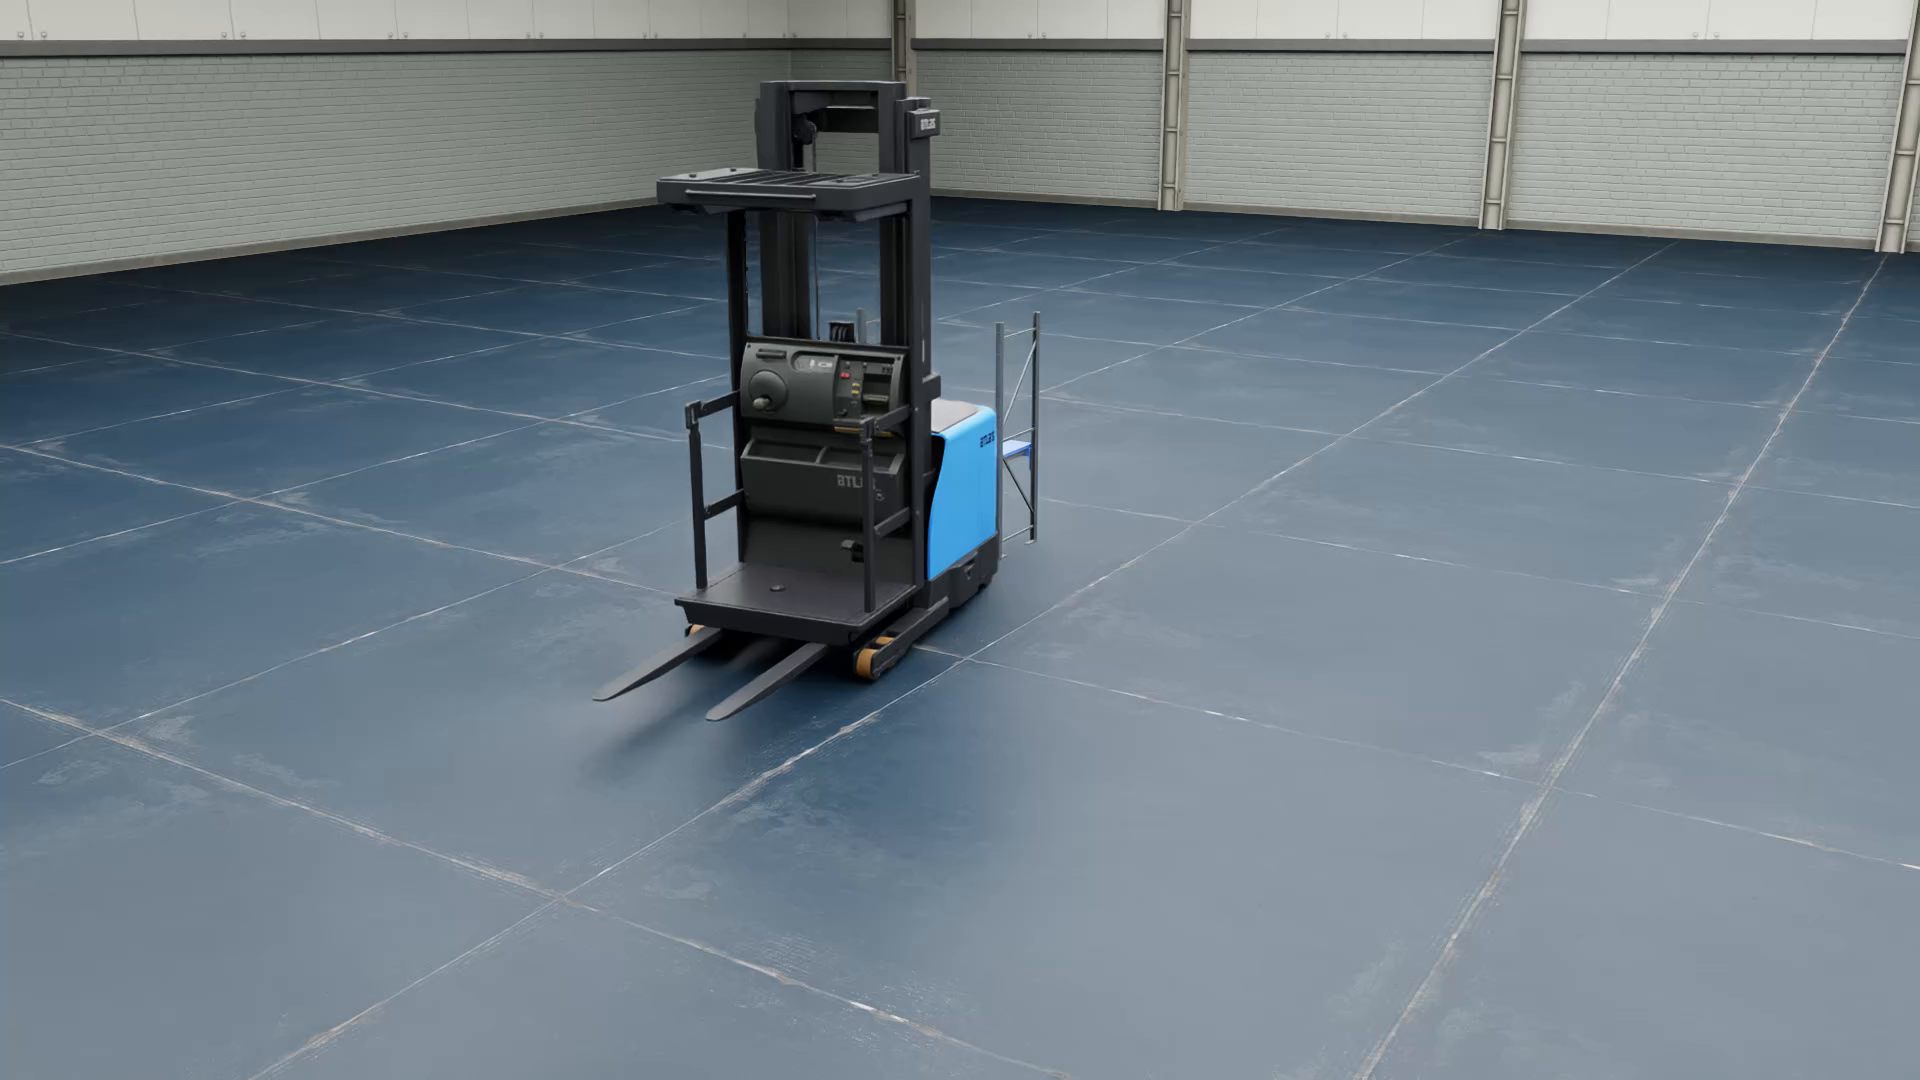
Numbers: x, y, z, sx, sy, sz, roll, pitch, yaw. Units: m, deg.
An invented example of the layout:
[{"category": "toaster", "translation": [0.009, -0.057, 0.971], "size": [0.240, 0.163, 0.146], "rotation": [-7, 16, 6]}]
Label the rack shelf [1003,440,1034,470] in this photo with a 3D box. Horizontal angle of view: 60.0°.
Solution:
[{"category": "rack shelf", "translation": [-0.073, -0.558, 10.758], "size": [1.000, 0.185, 0.538], "rotation": [10, 20, 30]}]

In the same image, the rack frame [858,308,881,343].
[{"category": "rack frame", "translation": [-0.506, -0.808, 10.960], "size": [0.032, 1.500, 0.500], "rotation": [10, 20, 30]}]

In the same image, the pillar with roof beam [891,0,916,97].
[{"category": "pillar with roof beam", "translation": [-3.387, -10.388, 29.595], "size": [0.400, 9.000, 9.100], "rotation": [10, 20, 30]}]

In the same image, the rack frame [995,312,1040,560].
[{"category": "rack frame", "translation": [0.360, -0.653, 10.451], "size": [0.032, 1.500, 0.500], "rotation": [10, 20, 30]}]

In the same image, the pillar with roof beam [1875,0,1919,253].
[{"category": "pillar with roof beam", "translation": [11.951, -7.650, 20.582], "size": [0.400, 9.000, 9.100], "rotation": [10, 20, 30]}]

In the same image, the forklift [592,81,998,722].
[{"category": "forklift", "translation": [-0.811, -0.822, 8.544], "size": [1.130, 2.935, 3.031], "rotation": [7, 18, 22]}]

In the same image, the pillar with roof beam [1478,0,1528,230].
[{"category": "pillar with roof beam", "translation": [6.838, -8.562, 23.586], "size": [0.400, 9.000, 9.100], "rotation": [10, 20, 30]}]

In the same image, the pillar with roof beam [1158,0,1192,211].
[{"category": "pillar with roof beam", "translation": [1.725, -9.475, 26.591], "size": [0.400, 9.000, 9.100], "rotation": [10, 20, 30]}]

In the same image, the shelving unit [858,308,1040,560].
[{"category": "shelving unit", "translation": [-0.073, -0.731, 10.706], "size": [1.048, 1.500, 0.538], "rotation": [10, 20, 30]}]
